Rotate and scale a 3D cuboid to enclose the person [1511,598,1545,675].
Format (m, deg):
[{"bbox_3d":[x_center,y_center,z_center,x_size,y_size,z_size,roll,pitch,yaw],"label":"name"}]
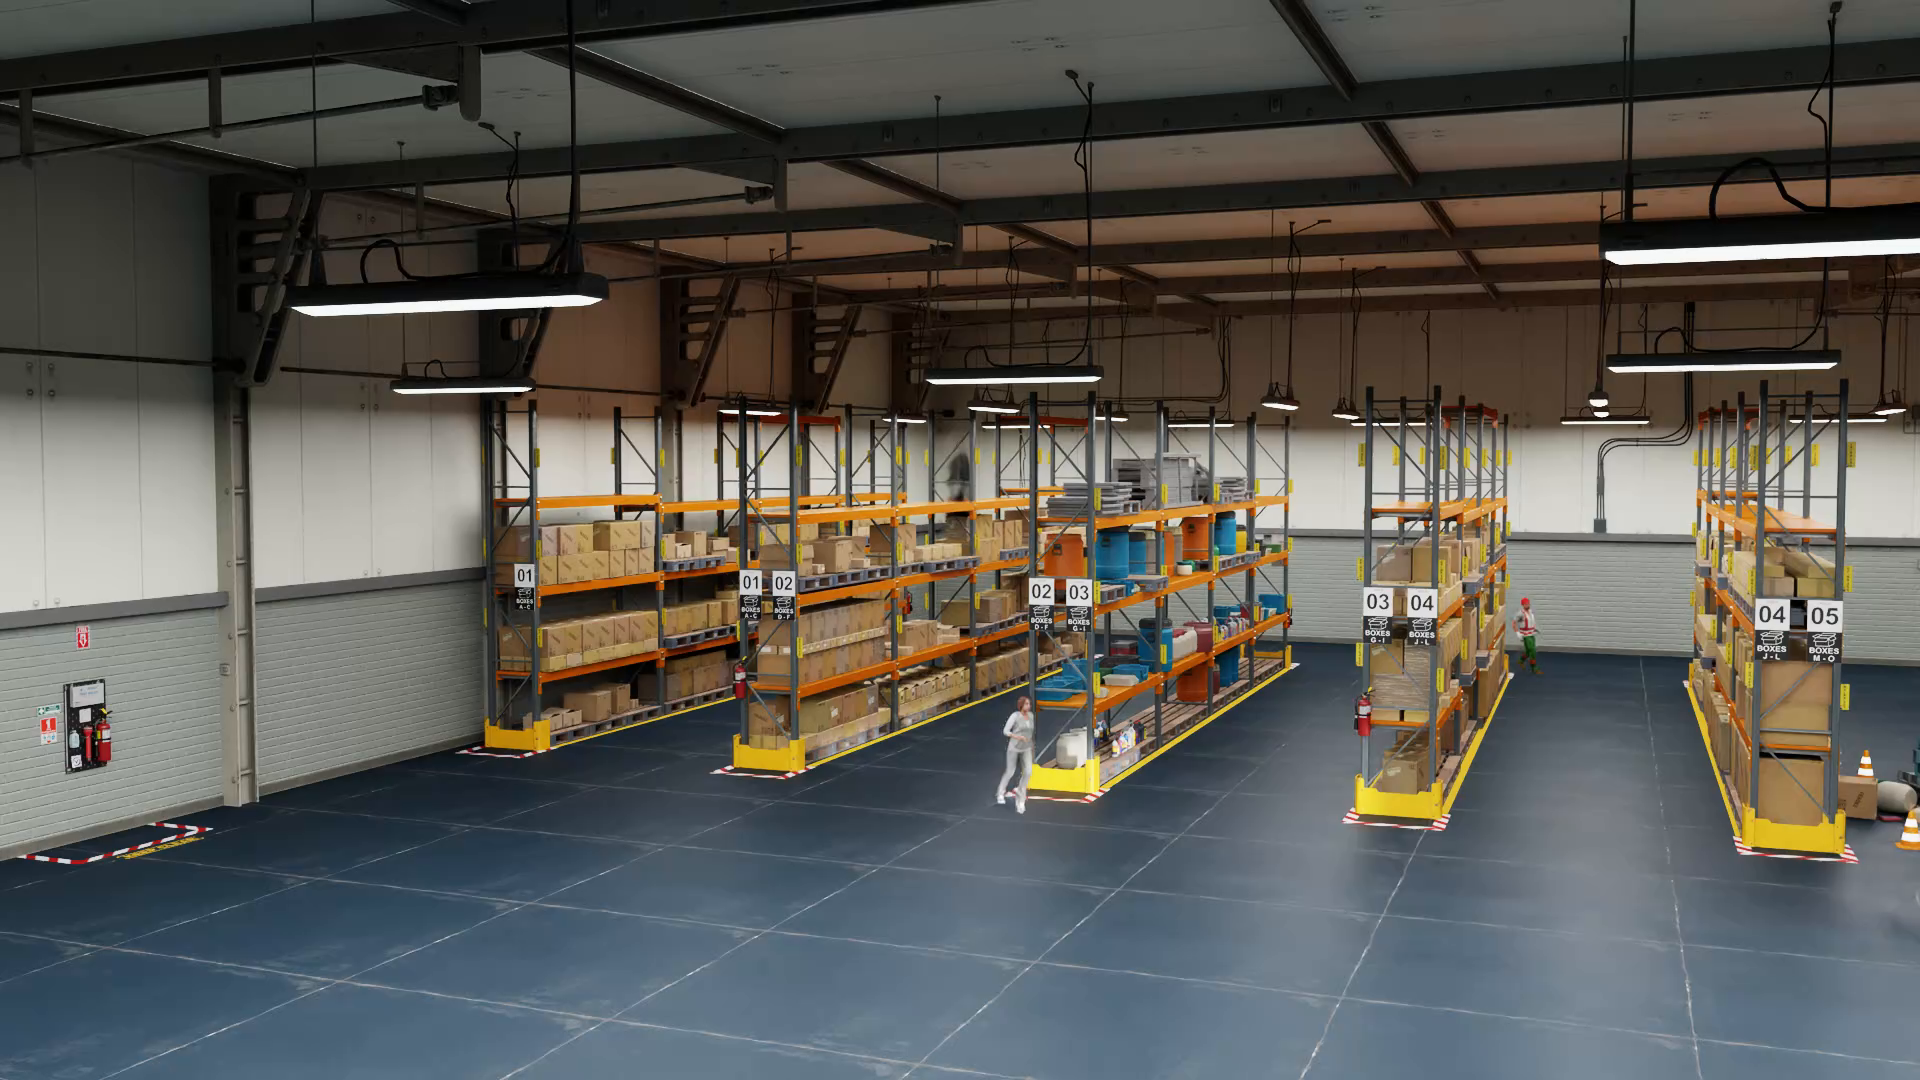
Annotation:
[{"bbox_3d":[13.071,2.213,38.437,0.688,1.768,0.848,-2,3,-33],"label":"person"}]

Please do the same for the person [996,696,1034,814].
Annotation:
[{"bbox_3d":[0.847,3.032,23.750,0.569,1.627,0.679,-1,3,-28],"label":"person"}]
